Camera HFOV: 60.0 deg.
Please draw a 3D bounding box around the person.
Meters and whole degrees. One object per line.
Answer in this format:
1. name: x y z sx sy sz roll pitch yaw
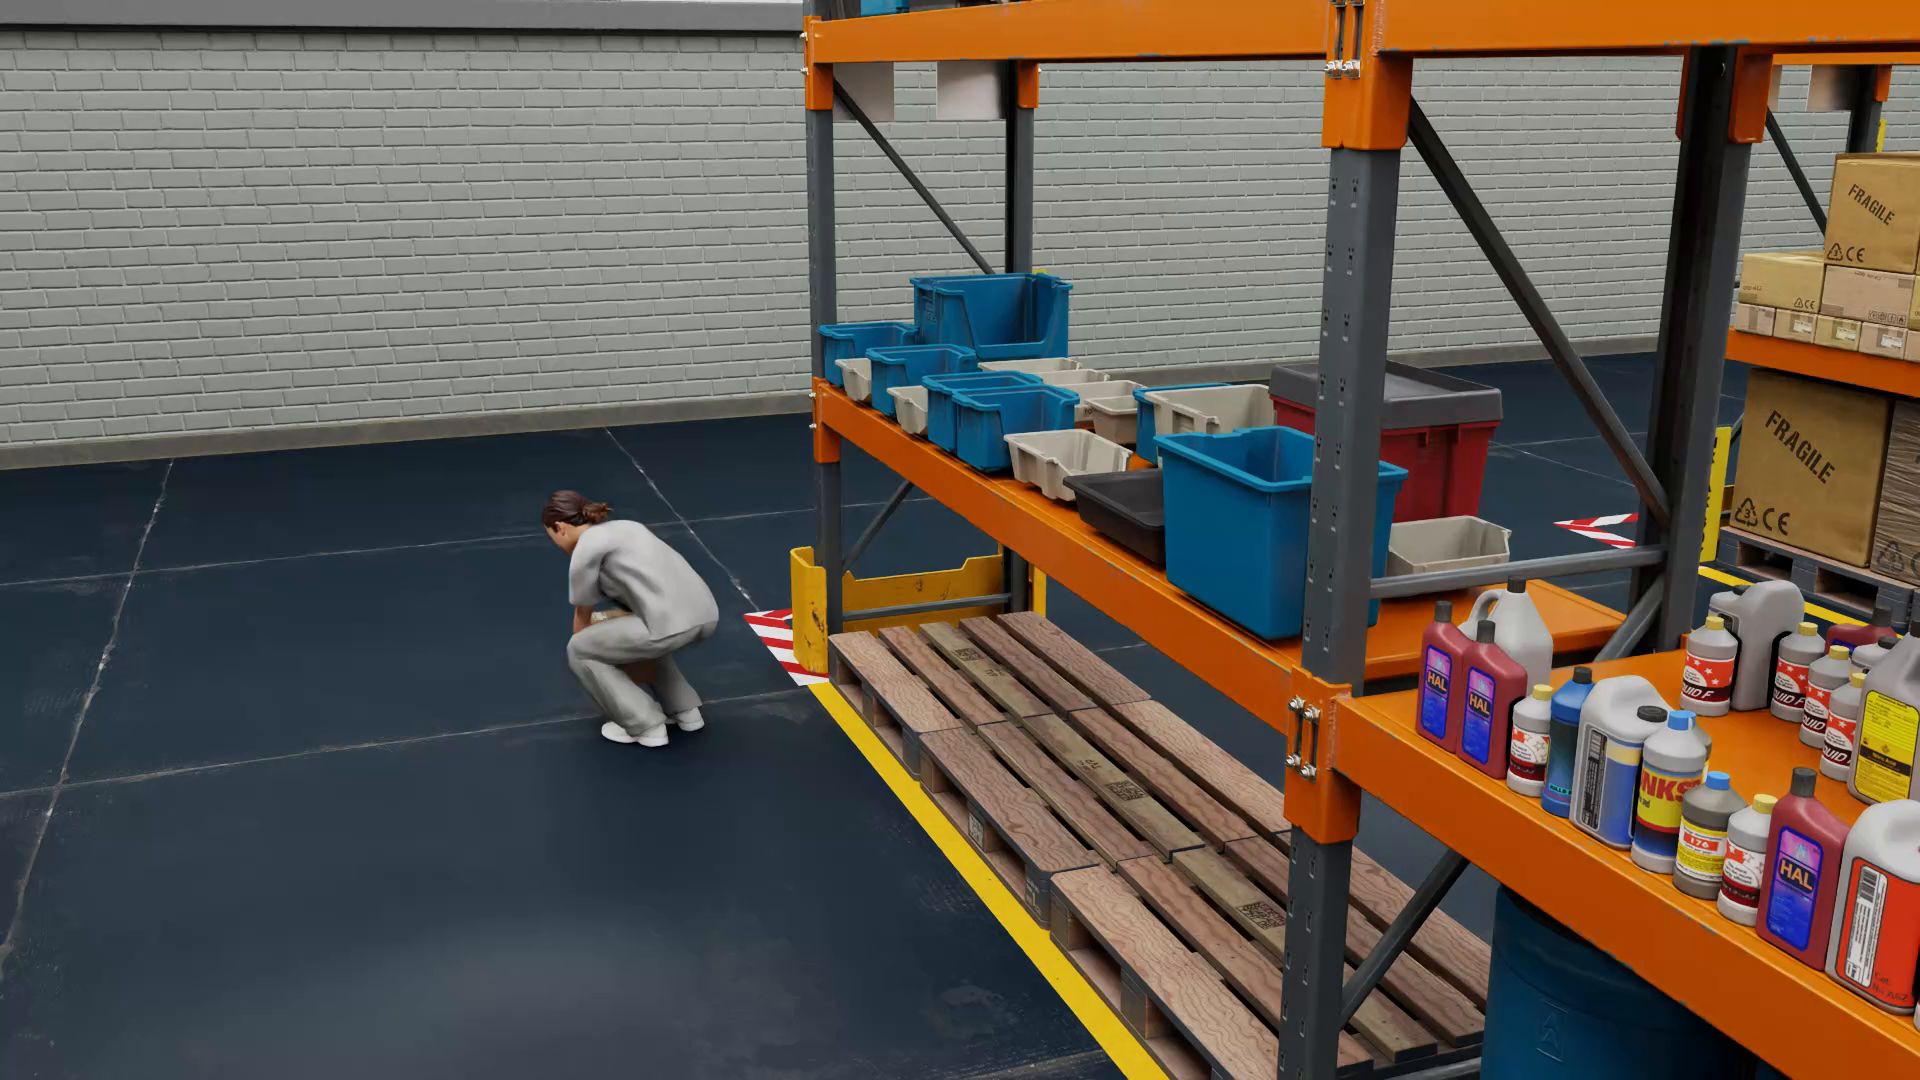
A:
1. person: -1.347 0.304 6.748 0.774 0.979 0.459 9 18 30
